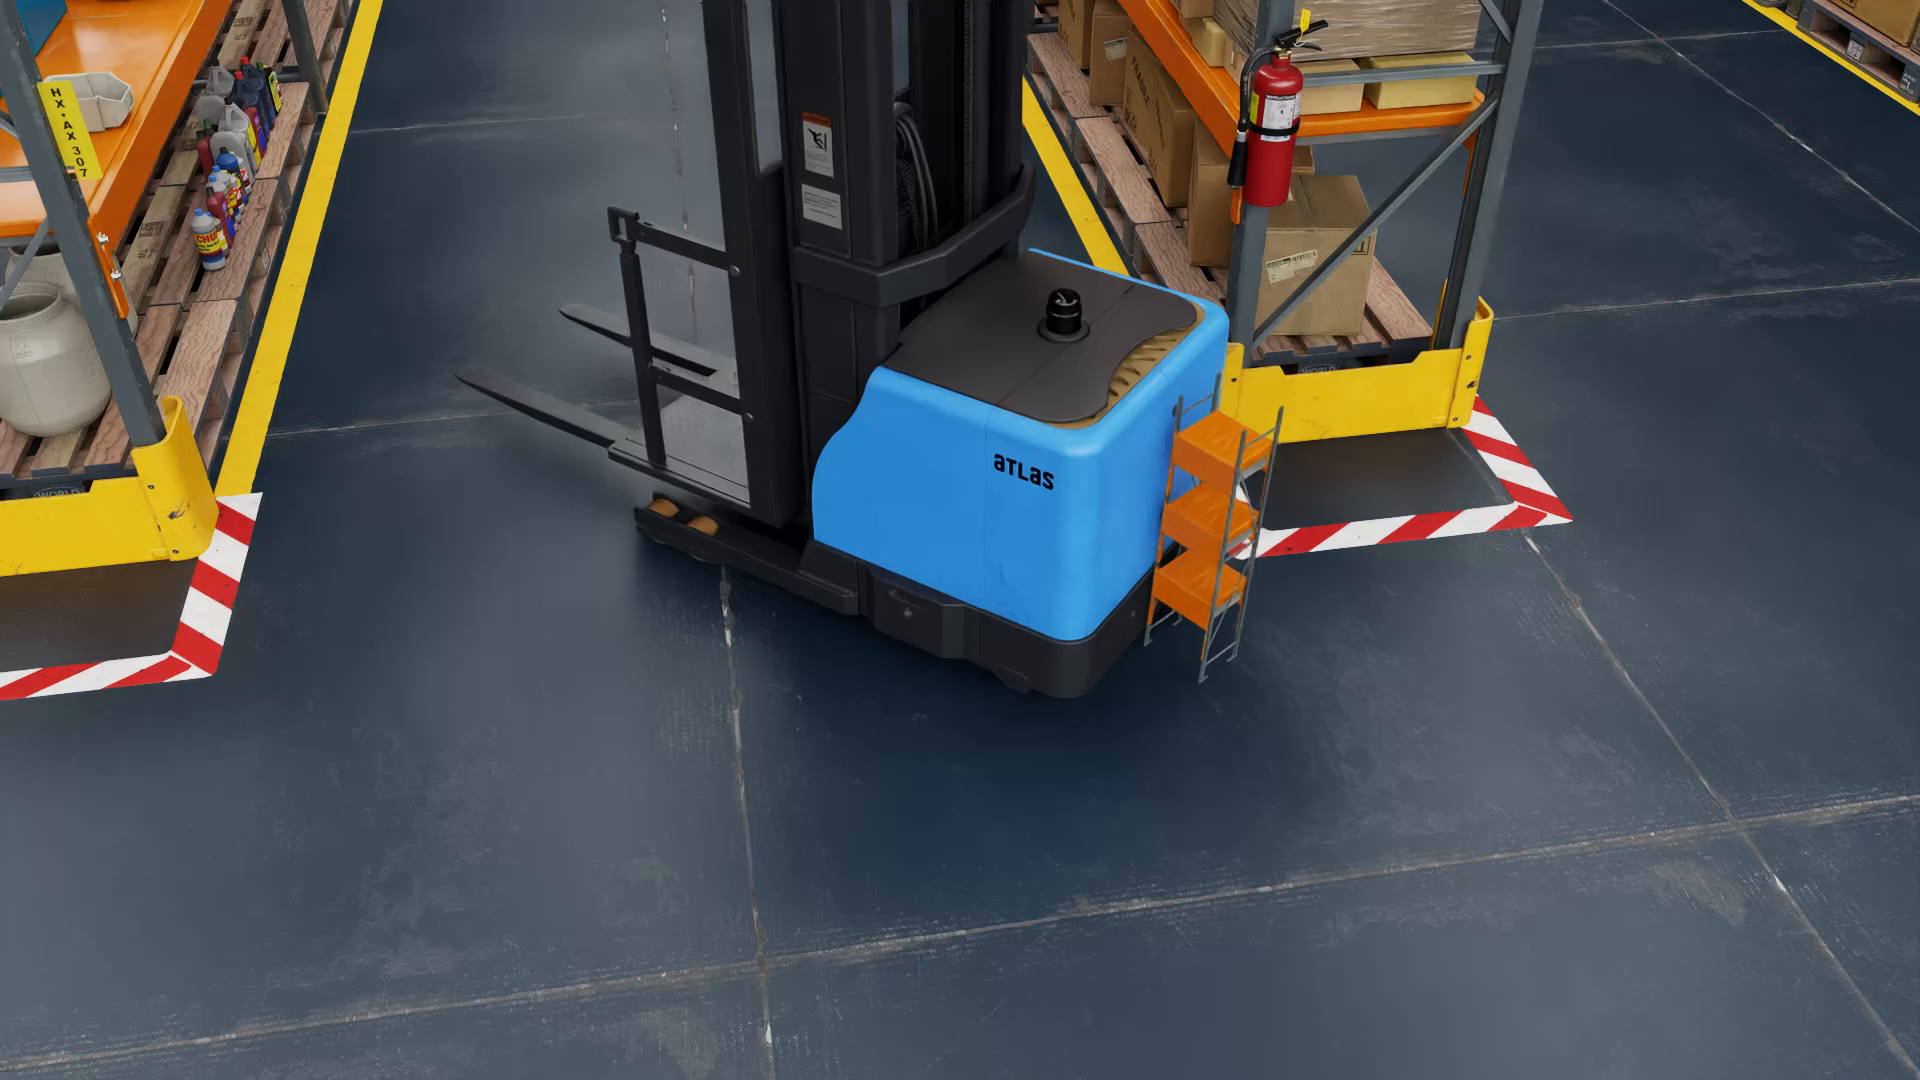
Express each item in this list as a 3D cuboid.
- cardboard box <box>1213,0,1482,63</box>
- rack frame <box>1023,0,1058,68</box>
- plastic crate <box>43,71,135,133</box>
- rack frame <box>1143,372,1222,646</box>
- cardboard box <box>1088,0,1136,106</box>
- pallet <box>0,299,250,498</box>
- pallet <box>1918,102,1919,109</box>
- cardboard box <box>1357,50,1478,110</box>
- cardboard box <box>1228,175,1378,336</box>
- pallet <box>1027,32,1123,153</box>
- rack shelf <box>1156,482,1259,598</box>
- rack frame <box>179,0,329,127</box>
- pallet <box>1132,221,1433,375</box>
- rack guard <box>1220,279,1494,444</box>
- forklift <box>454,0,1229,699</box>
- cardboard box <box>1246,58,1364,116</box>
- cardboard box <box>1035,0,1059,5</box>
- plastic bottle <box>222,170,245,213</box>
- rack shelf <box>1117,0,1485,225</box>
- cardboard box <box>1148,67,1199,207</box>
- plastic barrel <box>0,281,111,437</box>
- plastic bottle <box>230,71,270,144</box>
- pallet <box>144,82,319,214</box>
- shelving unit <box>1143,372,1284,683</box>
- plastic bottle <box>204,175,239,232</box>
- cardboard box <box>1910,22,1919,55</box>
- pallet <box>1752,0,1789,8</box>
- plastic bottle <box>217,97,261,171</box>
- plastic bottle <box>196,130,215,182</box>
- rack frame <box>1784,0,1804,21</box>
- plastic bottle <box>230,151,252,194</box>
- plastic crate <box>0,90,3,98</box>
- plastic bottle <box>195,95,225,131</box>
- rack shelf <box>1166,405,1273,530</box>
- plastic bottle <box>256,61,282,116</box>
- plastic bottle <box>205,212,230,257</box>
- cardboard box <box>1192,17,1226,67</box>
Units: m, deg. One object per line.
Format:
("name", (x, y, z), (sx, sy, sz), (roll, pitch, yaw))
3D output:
("cardboard box", (1.464, -2.146, 6.243), (0.875, 0.500, 0.500), (-6, 38, -8))
("rack frame", (0.832, -4.070, 9.043), (1.000, 3.000, 0.127), (-6, 38, -8))
("plastic crate", (-3.183, -1.592, 6.069), (0.298, 0.136, 0.250), (-6, 38, -8))
("rack frame", (0.727, -0.079, 5.477), (0.200, 1.050, 0.008), (-31, 50, -33))
("cardboard box", (0.971, -2.657, 8.921), (0.500, 0.500, 0.500), (5, 38, 7))
("pallet", (-3.540, -0.552, 6.788), (1.003, 0.211, 1.213), (-6, 38, -8))
("pallet", (6.006, -2.235, 8.955), (1.003, 0.211, 1.213), (-6, 38, -8))
("cardboard box", (1.718, -1.752, 6.265), (0.380, 0.149, 0.250), (-6, 38, -8))
("cardboard box", (1.440, -1.211, 7.059), (0.500, 0.500, 0.500), (0, 38, 1))
("pallet", (0.985, -2.567, 9.382), (1.003, 0.211, 1.213), (-6, 38, -8))
("rack shelf", (0.811, -0.012, 5.418), (0.215, 0.259, 0.240), (-31, 50, -33))
("rack frame", (-4.044, -3.537, 8.358), (1.000, 3.000, 0.127), (-6, 38, -8))
("pallet", (1.412, -1.093, 7.485), (1.003, 0.211, 1.213), (-6, 38, -8))
("rack guard", (1.520, -0.712, 6.760), (1.175, 0.500, 0.348), (-6, 38, -8))
("forklift", (-0.608, -1.328, 5.570), (3.031, 2.935, 1.130), (22, 43, 25))
("cardboard box", (1.280, -1.704, 6.204), (0.380, 0.149, 0.250), (-6, 38, -8))
("cardboard box", (0.746, -3.629, 10.156), (0.700, 0.500, 0.500), (-9, 39, -11))
("plastic bottle", (-3.449, -1.646, 7.845), (0.097, 0.201, 0.097), (0, 38, 0))
("rack shelf", (1.183, -2.578, 7.709), (1.077, 0.370, 4.000), (-6, 38, -8))
("cardboard box", (1.211, -1.949, 8.009), (0.500, 0.500, 0.500), (-3, 38, -4))
("plastic barrel", (-3.534, -0.694, 6.383), (0.421, 0.512, 0.421), (0, 38, 0))
("plastic bottle", (-3.614, -2.191, 8.425), (0.144, 0.351, 0.185), (-8, 39, -10))
("pallet", (-3.968, -2.026, 8.685), (1.003, 0.211, 1.213), (-6, 38, -8))
("shelving unit", (0.812, -0.020, 5.412), (0.215, 1.050, 0.252), (-31, 50, -33))
("plastic bottle", (-3.414, -1.553, 7.669), (0.097, 0.271, 0.097), (0, 38, 0))
("cardboard box", (5.936, -2.937, 8.976), (0.875, 0.875, 0.875), (-6, 38, -8))
("pallet", (5.523, -3.899, 11.097), (1.003, 0.211, 1.213), (-6, 38, -8))
("plastic bottle", (-3.557, -1.996, 8.174), (0.144, 0.351, 0.185), (-6, 38, -8))
("plastic bottle", (-3.637, -1.859, 8.053), (0.061, 0.283, 0.133), (-6, 38, -8))
("rack frame", (5.733, -4.542, 9.652), (1.000, 3.000, 0.127), (-6, 38, -8))
("plastic bottle", (-3.485, -1.770, 8.005), (0.097, 0.201, 0.097), (0, 38, 0))
("plastic crate", (-3.834, -1.725, 6.147), (0.499, 0.251, 0.408), (-6, 38, -8))
("plastic bottle", (-3.755, -2.130, 8.408), (0.152, 0.276, 0.135), (-6, 38, -8))
("rack shelf", (0.821, -0.230, 5.237), (0.215, 0.259, 0.240), (-31, 50, -33))
("plastic bottle", (-3.635, -2.383, 8.728), (0.061, 0.283, 0.133), (-4, 38, -6))
("plastic bottle", (-3.372, -1.381, 7.505), (0.097, 0.201, 0.097), (0, 38, 0))
("cardboard box", (1.142, -2.001, 6.585), (0.380, 0.149, 0.250), (-6, 38, -8))
